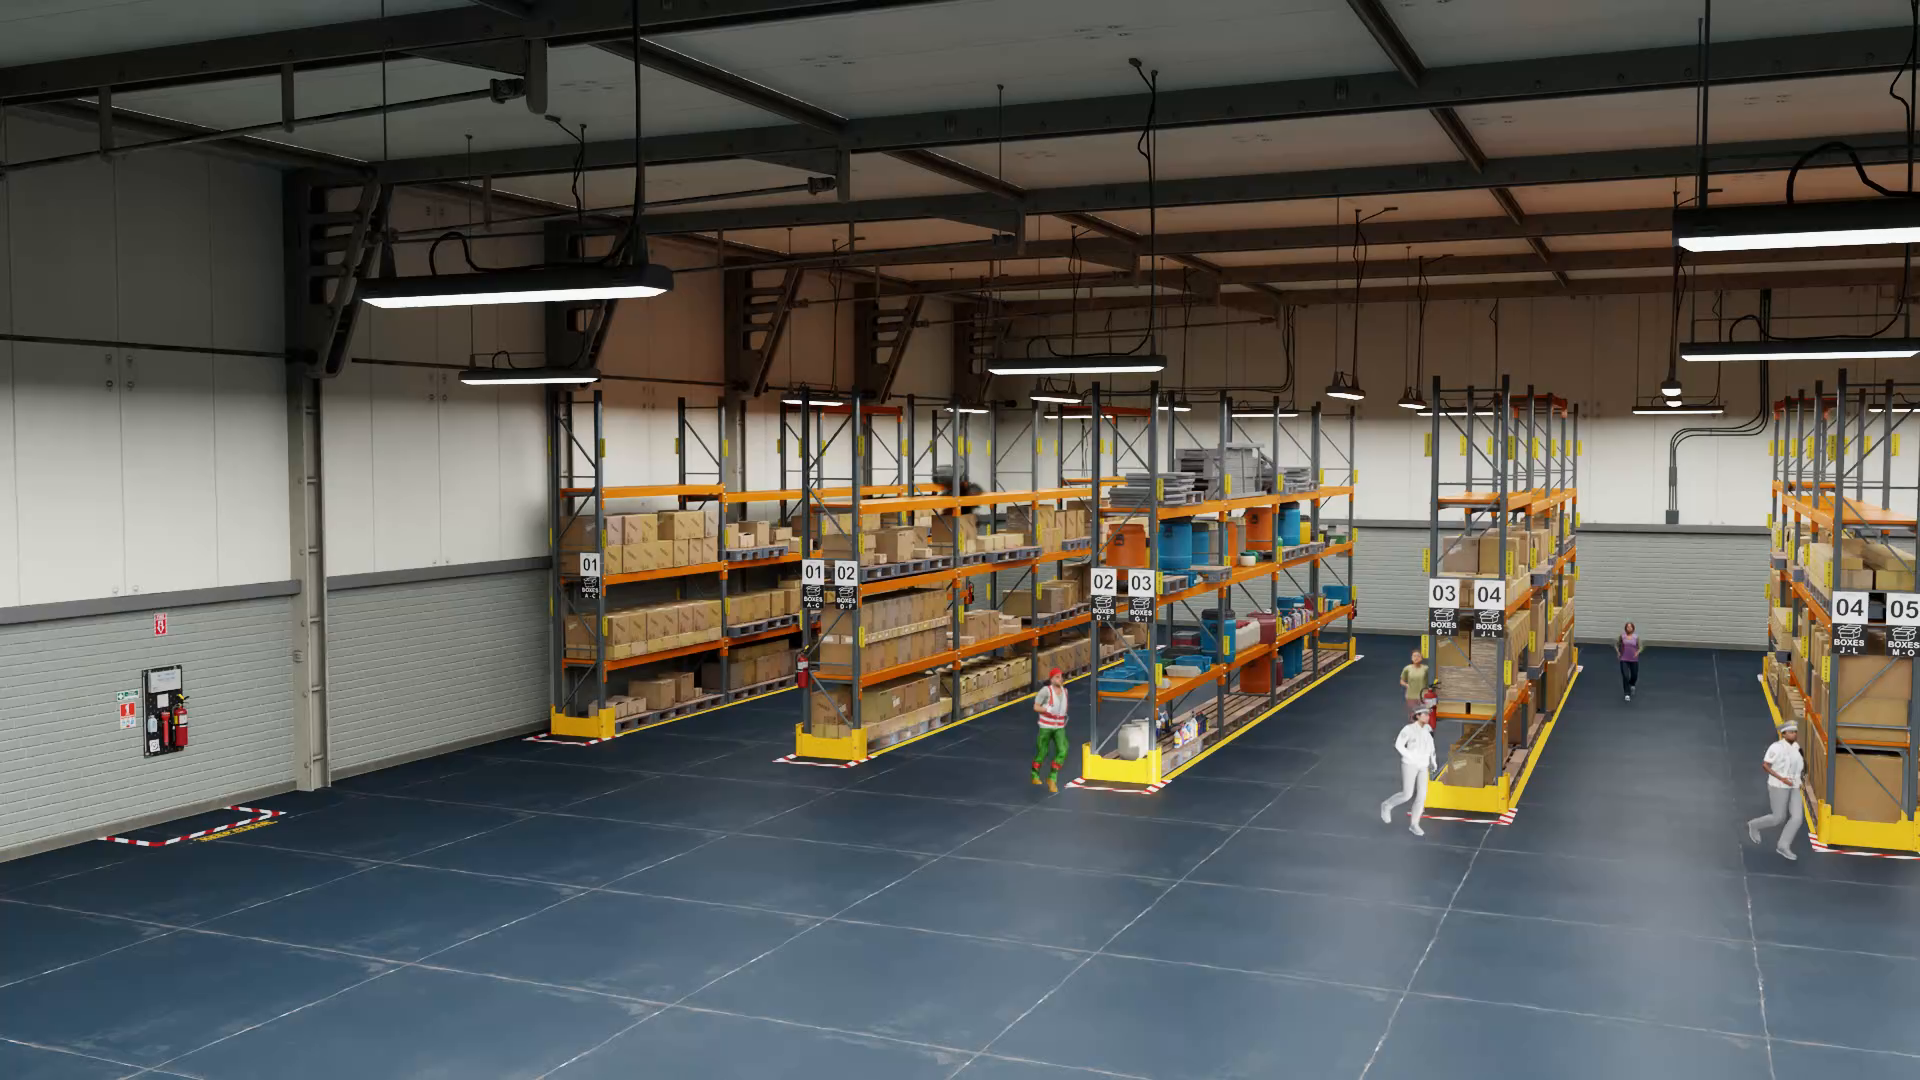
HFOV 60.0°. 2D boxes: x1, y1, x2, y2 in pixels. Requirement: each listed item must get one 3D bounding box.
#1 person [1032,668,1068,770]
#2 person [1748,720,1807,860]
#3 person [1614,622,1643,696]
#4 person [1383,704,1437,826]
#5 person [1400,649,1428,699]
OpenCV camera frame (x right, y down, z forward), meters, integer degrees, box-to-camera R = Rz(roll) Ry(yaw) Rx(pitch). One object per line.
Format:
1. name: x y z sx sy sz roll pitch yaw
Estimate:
1. person: -1.220 2.311 29.860 1.026 1.499 12.671 -1 3 -23
2. person: 10.154 3.049 20.556 0.601 1.676 0.683 -1 3 -19
3. person: 13.279 2.365 33.043 0.539 1.481 0.551 1 3 21
4. person: 5.973 2.937 21.887 0.565 1.603 0.581 -2 4 -26
5. person: 7.607 2.642 27.678 0.568 1.628 0.541 1 3 16
